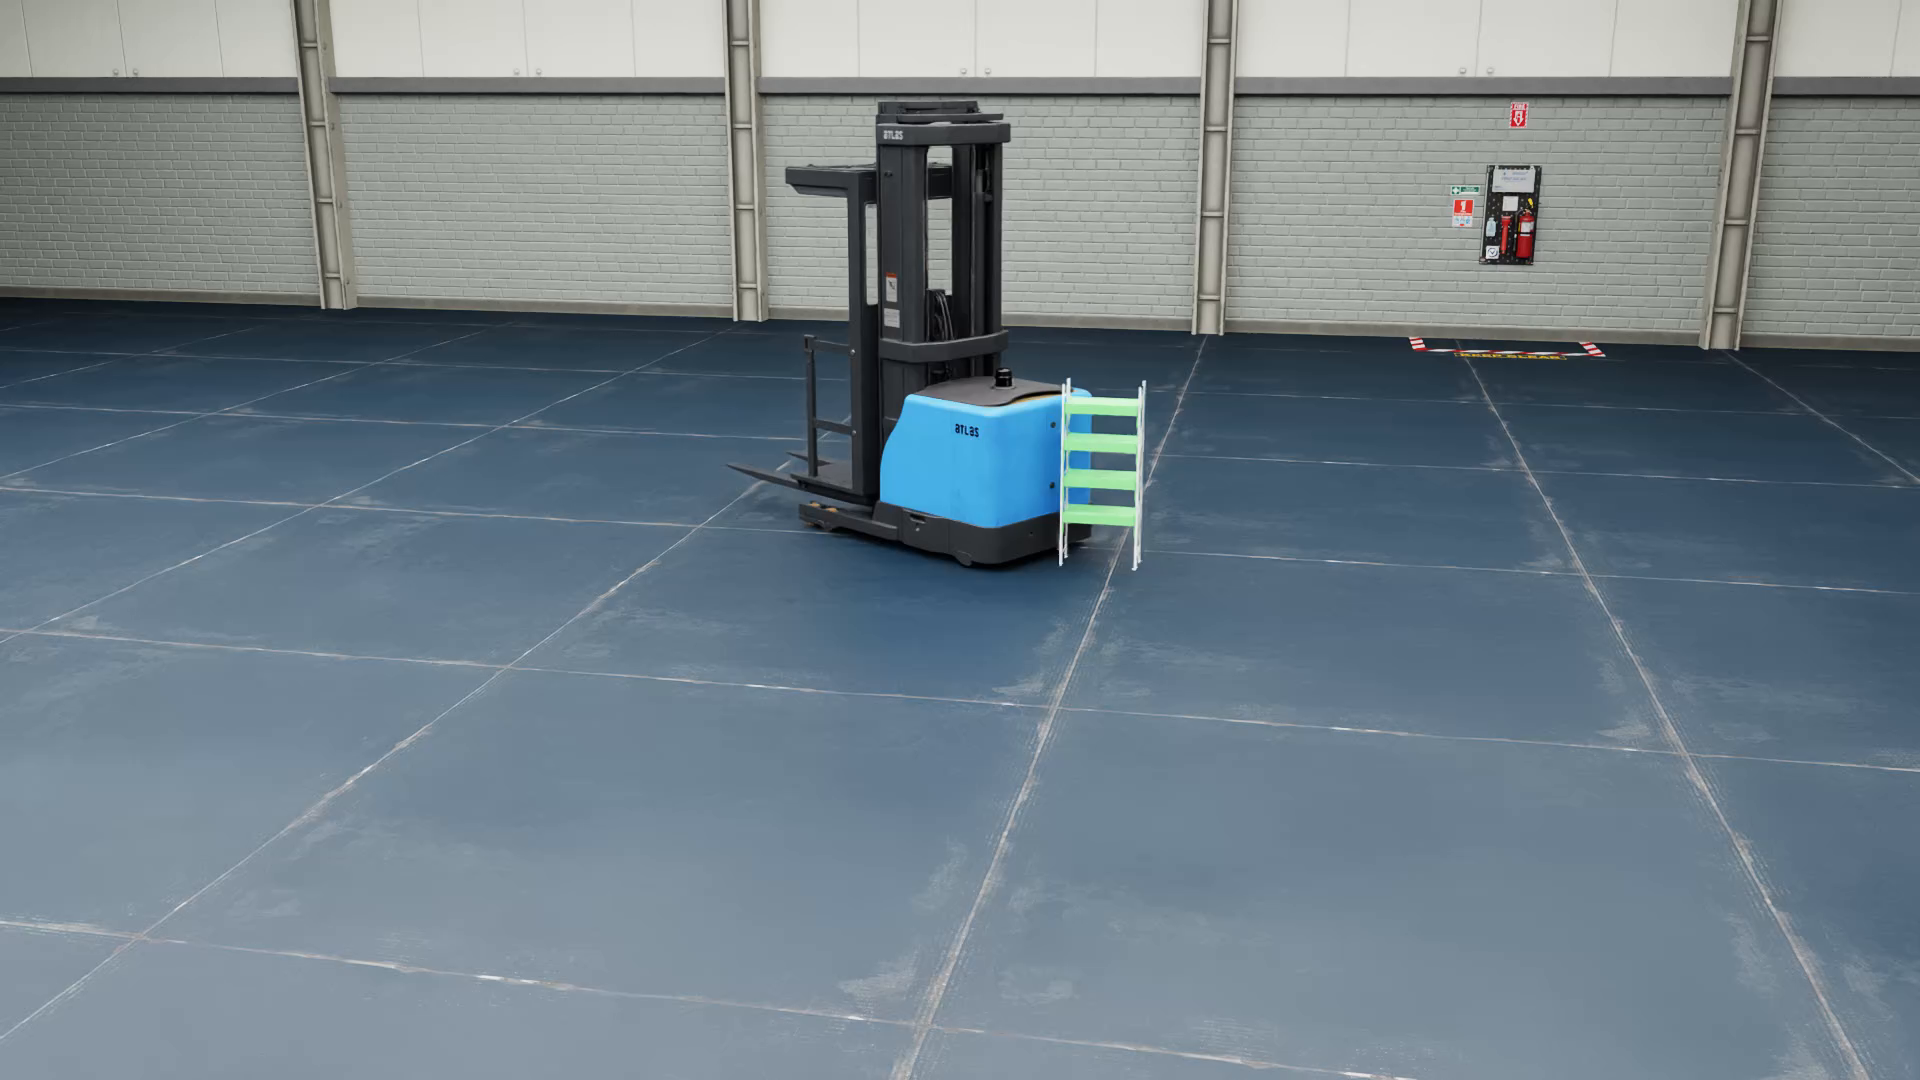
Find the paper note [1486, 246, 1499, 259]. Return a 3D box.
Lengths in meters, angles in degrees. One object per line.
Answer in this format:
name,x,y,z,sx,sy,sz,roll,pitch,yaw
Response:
paper note,6.422,-3.470,20.051,0.142,0.148,0.016,3,16,11

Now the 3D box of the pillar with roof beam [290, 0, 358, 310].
pillar with roof beam,-9.501,-6.448,17.914,0.400,9.000,9.100,3,16,11

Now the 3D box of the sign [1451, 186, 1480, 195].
sign,6.063,-4.194,19.953,0.331,0.109,0.001,3,16,11

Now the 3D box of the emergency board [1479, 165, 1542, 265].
emergency board,6.581,-3.867,19.834,0.643,1.169,0.194,3,16,11

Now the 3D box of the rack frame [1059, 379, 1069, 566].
rack frame,0.679,-0.437,10.820,0.015,1.200,0.240,3,16,11

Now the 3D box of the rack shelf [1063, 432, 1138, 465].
rack shelf,0.918,-0.594,10.728,0.480,0.148,0.258,3,16,11

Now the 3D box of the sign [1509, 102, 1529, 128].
sign,6.593,-5.011,19.620,0.199,0.298,0.001,3,16,11

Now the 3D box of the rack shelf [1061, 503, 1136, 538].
rack shelf,0.918,-0.131,10.856,0.480,0.148,0.258,3,16,11

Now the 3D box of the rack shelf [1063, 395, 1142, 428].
rack shelf,0.918,-0.825,10.664,0.480,0.148,0.258,3,16,11

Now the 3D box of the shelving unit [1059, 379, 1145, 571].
shelving unit,0.918,-0.424,10.775,0.503,1.200,0.258,3,16,11

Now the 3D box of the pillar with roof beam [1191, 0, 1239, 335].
pillar with roof beam,2.258,-5.810,15.609,0.400,9.000,9.100,3,16,11

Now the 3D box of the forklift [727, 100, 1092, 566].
forklift,-0.498,-1.562,11.641,1.130,2.935,3.031,-15,21,-43

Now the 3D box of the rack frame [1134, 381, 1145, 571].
rack frame,1.158,-0.411,10.729,0.015,1.200,0.240,3,16,11

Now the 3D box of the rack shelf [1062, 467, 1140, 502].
rack shelf,0.918,-0.362,10.792,0.480,0.148,0.258,3,16,11

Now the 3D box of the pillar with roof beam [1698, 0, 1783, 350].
pillar with roof beam,8.138,-5.491,14.457,0.400,9.000,9.100,3,16,11

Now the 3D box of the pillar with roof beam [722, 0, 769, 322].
pillar with roof beam,-3.622,-6.129,16.761,0.400,9.000,9.100,3,16,11

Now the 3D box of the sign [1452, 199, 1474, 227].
sign,6.060,-3.941,20.033,0.234,0.329,0.001,3,16,11
